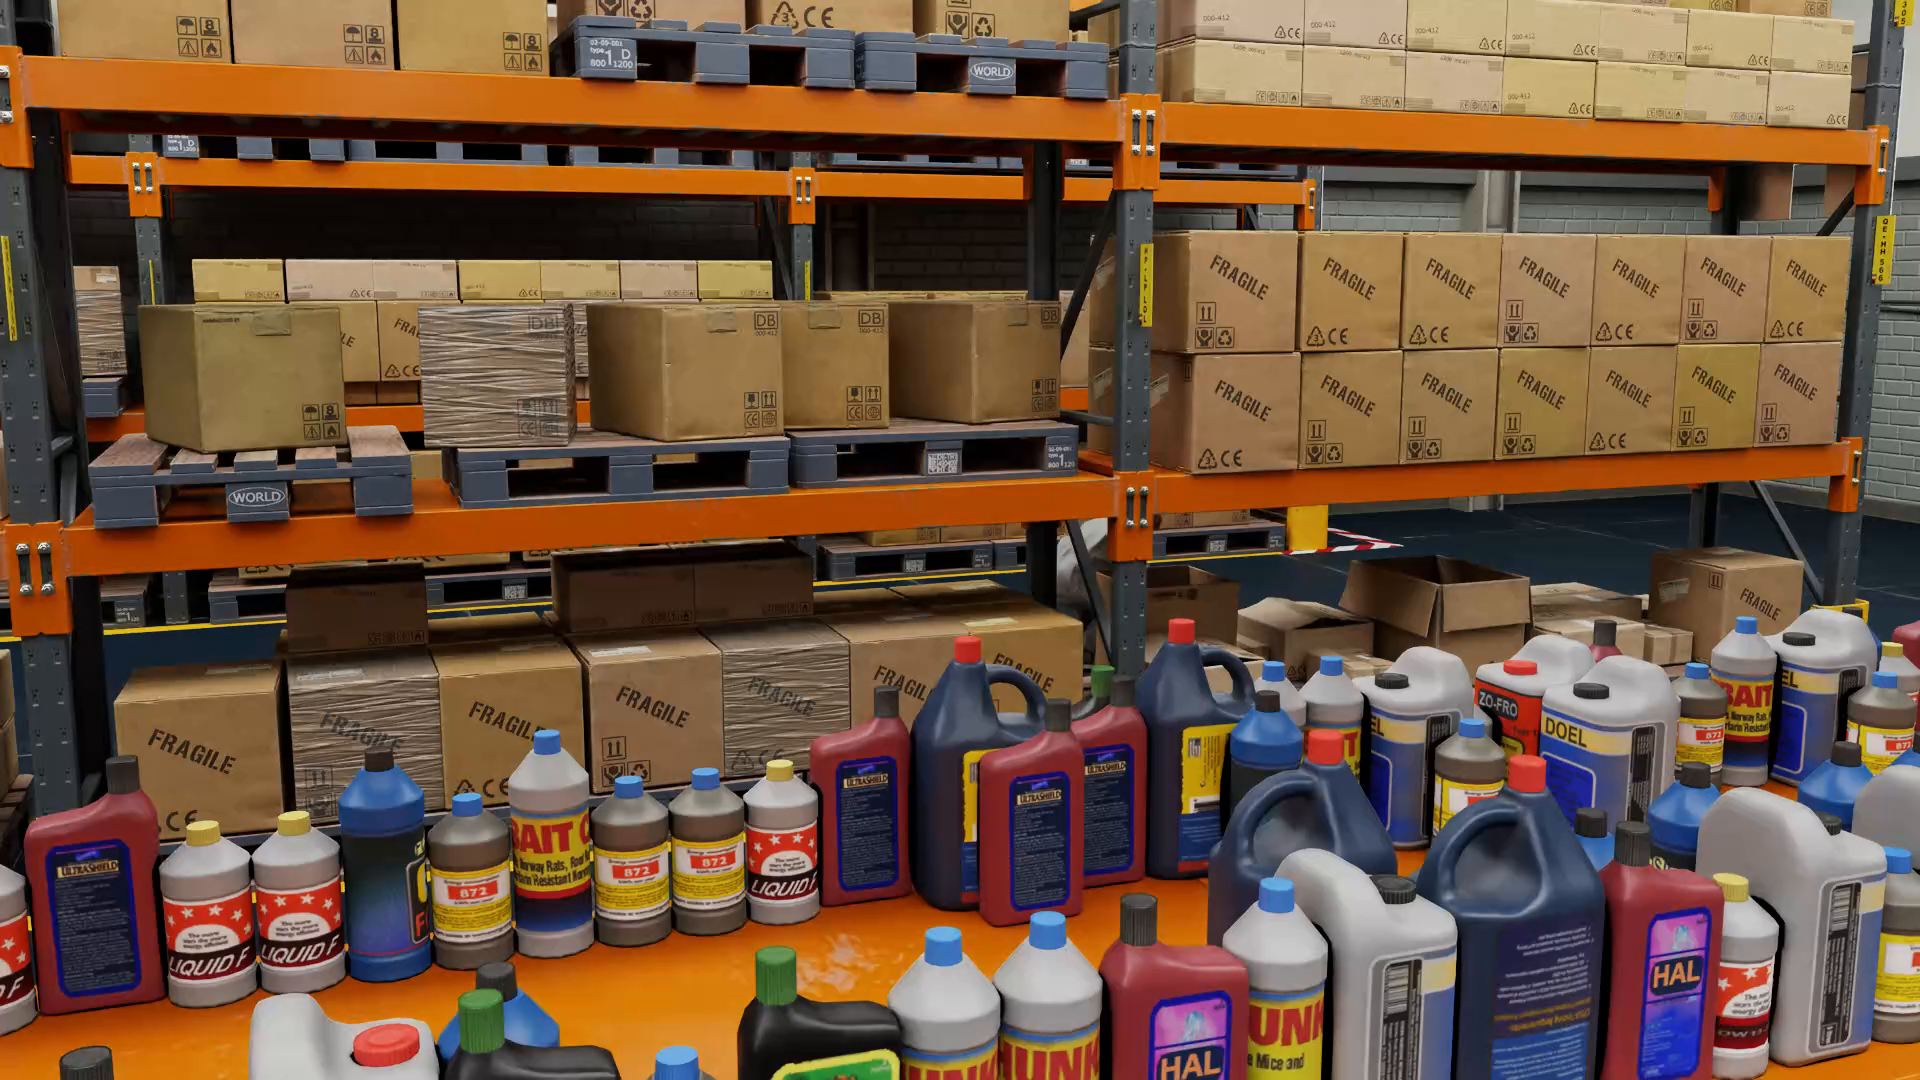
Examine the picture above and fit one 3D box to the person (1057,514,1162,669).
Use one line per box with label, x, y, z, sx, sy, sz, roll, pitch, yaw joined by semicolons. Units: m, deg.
person;0.782;0.242;9.121;0.831;0.897;0.420;-4;10;-22
